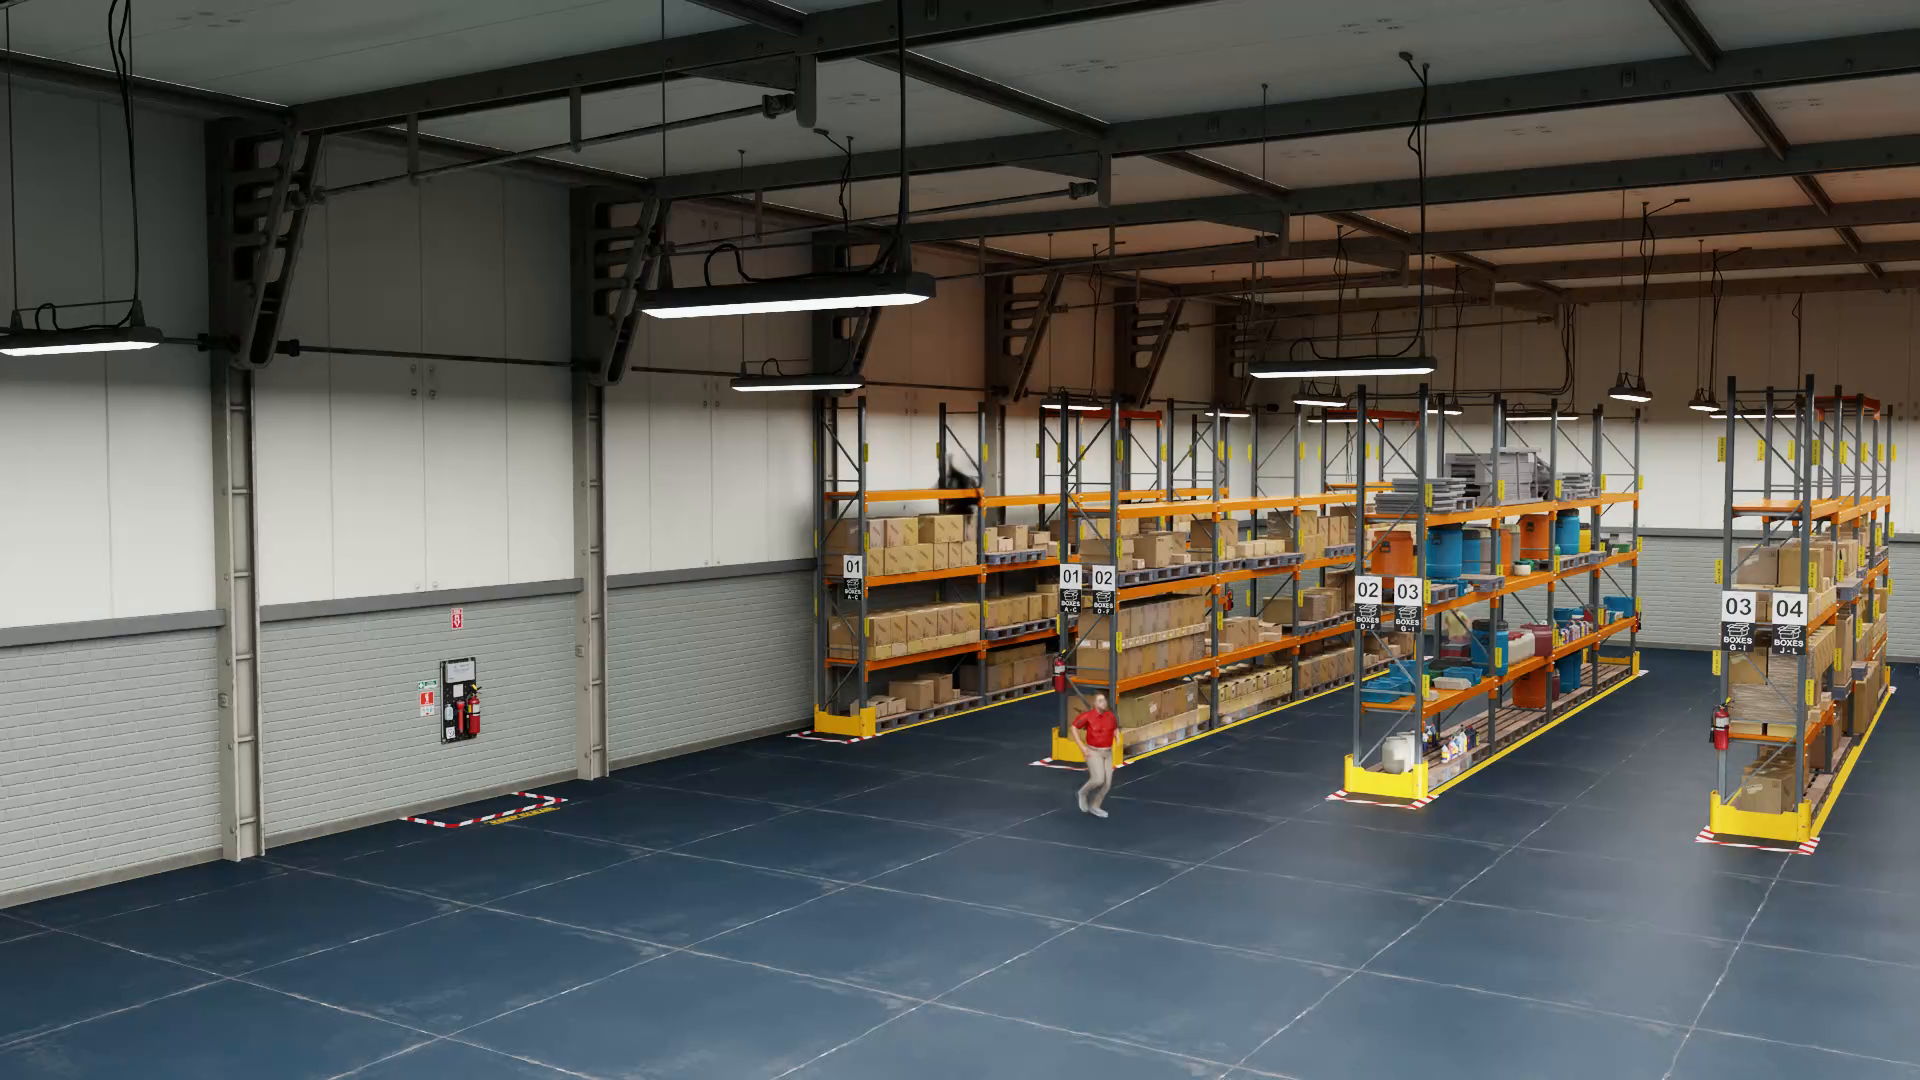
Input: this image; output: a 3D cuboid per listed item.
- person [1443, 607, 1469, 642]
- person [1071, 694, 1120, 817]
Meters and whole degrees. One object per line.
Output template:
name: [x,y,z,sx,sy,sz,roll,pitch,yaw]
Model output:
person: [11.257,2.197,37.828,0.572,1.626,0.546,2,3,29]
person: [1.925,2.955,22.799,0.710,1.697,0.563,-2,3,-29]
